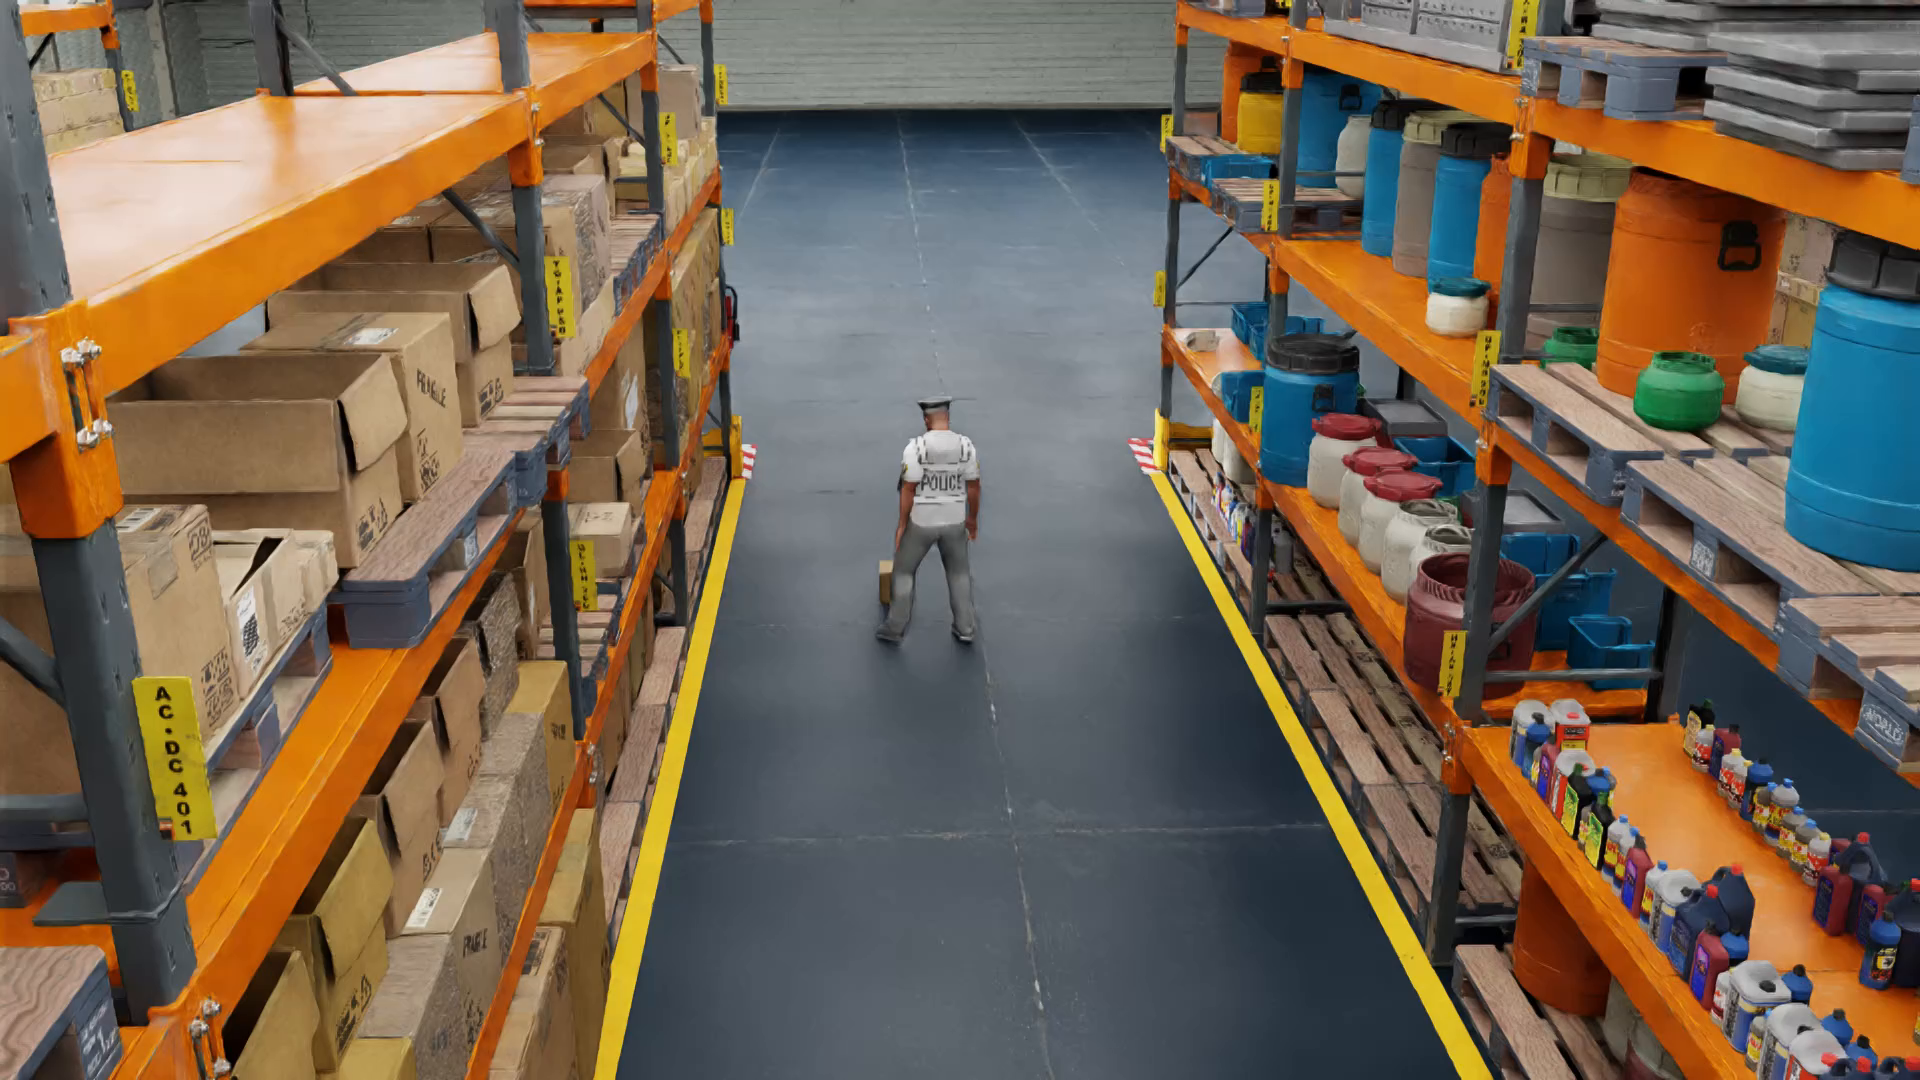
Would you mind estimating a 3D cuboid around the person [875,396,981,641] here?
[{"bbox_3d":[-0.219,-0.131,11.380,0.689,1.741,0.481,-8,22,-20],"label":"person"}]
